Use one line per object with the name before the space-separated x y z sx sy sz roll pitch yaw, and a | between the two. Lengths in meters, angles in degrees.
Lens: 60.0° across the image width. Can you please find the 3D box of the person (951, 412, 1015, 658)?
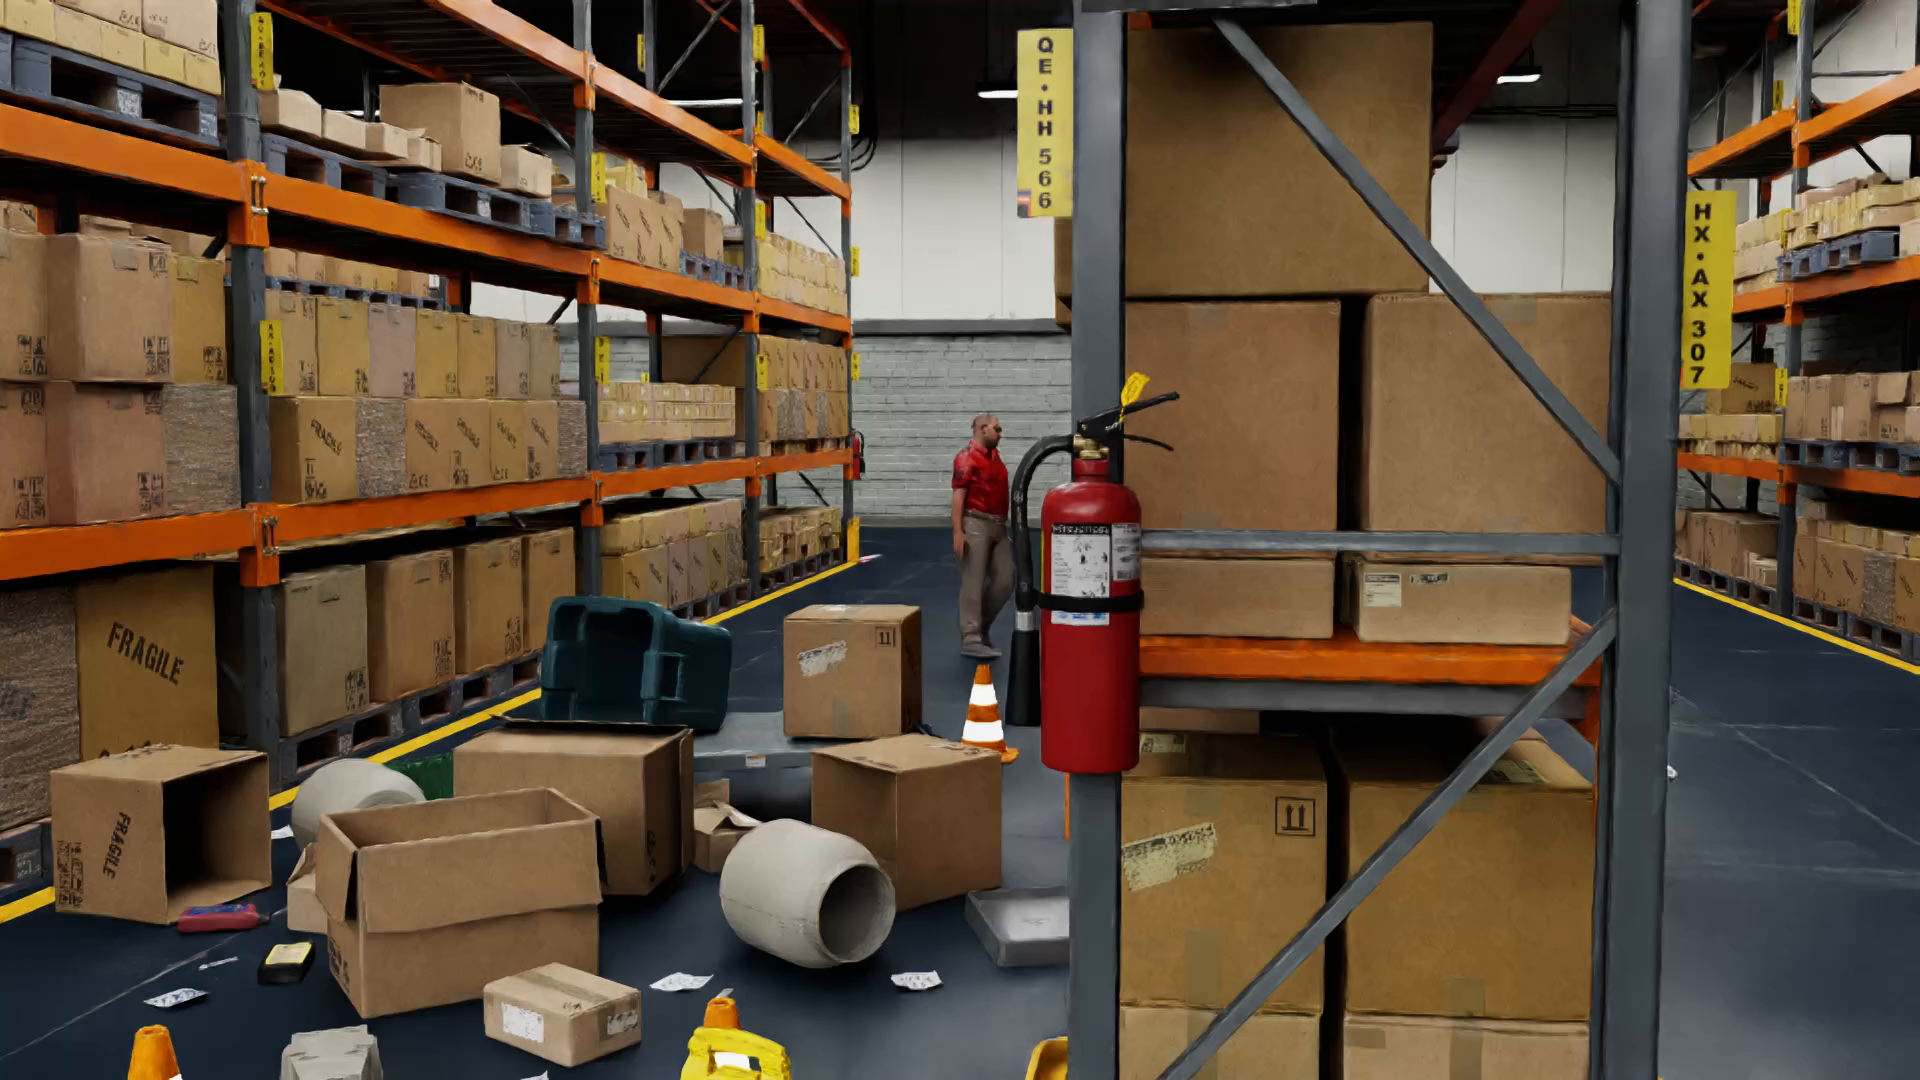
person | 0.165 -0.047 11.831 0.516 1.718 0.603 3 6 38
